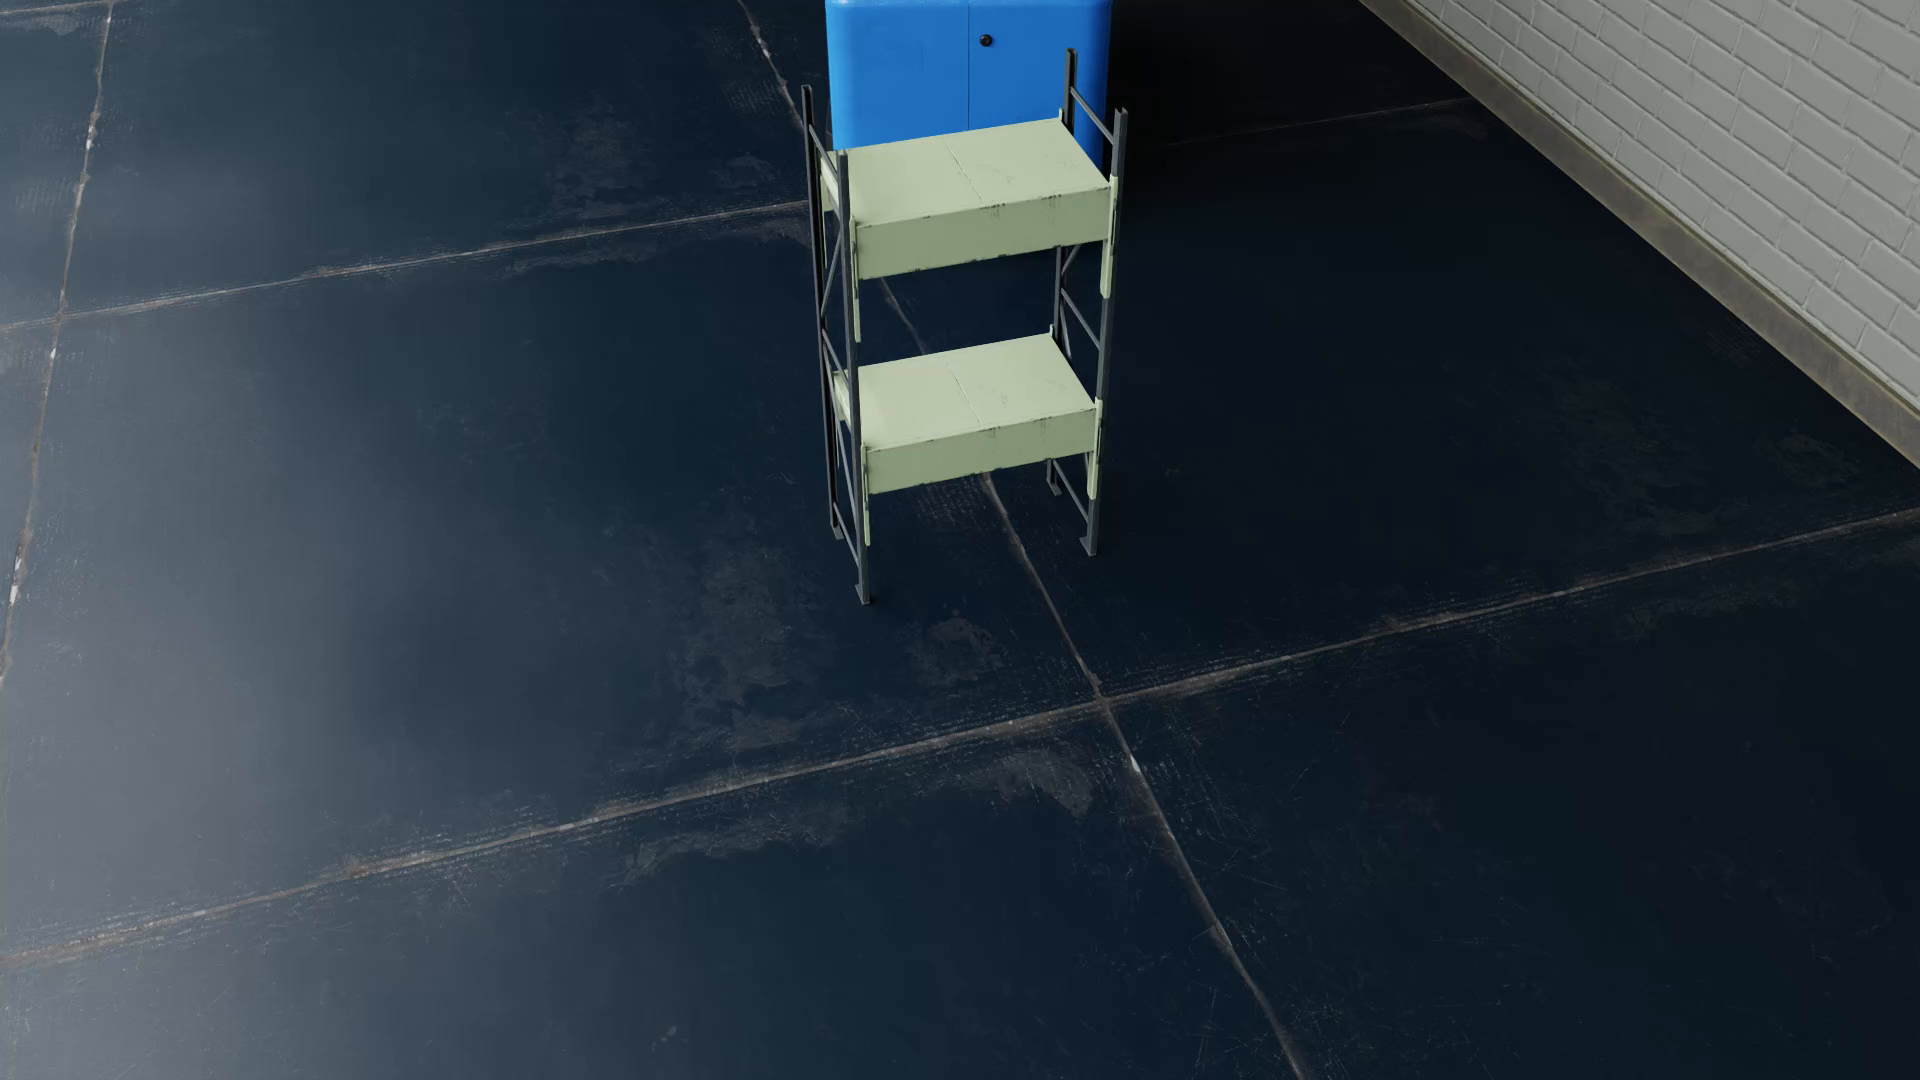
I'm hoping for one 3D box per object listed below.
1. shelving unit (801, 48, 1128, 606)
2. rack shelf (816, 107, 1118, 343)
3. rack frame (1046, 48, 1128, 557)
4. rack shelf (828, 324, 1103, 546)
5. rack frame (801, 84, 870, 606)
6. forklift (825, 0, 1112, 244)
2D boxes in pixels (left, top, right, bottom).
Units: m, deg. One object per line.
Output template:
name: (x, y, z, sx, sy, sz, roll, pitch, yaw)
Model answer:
shelving unit: (0.006, -0.566, 4.758, 0.755, 1.500, 0.431, -12, 42, -13)
rack shelf: (0.006, -0.860, 4.501, 0.720, 0.370, 0.431, -12, 42, -13)
rack frame: (0.355, -0.638, 4.841, 0.023, 1.500, 0.400, -12, 42, -13)
rack shelf: (0.006, -0.321, 4.973, 0.720, 0.370, 0.431, -12, 42, -13)
rack frame: (-0.343, -0.494, 4.675, 0.023, 1.500, 0.400, -12, 42, -13)
forklift: (0.008, -3.185, 6.668, 1.130, 2.935, 3.031, -1, 41, -1)
